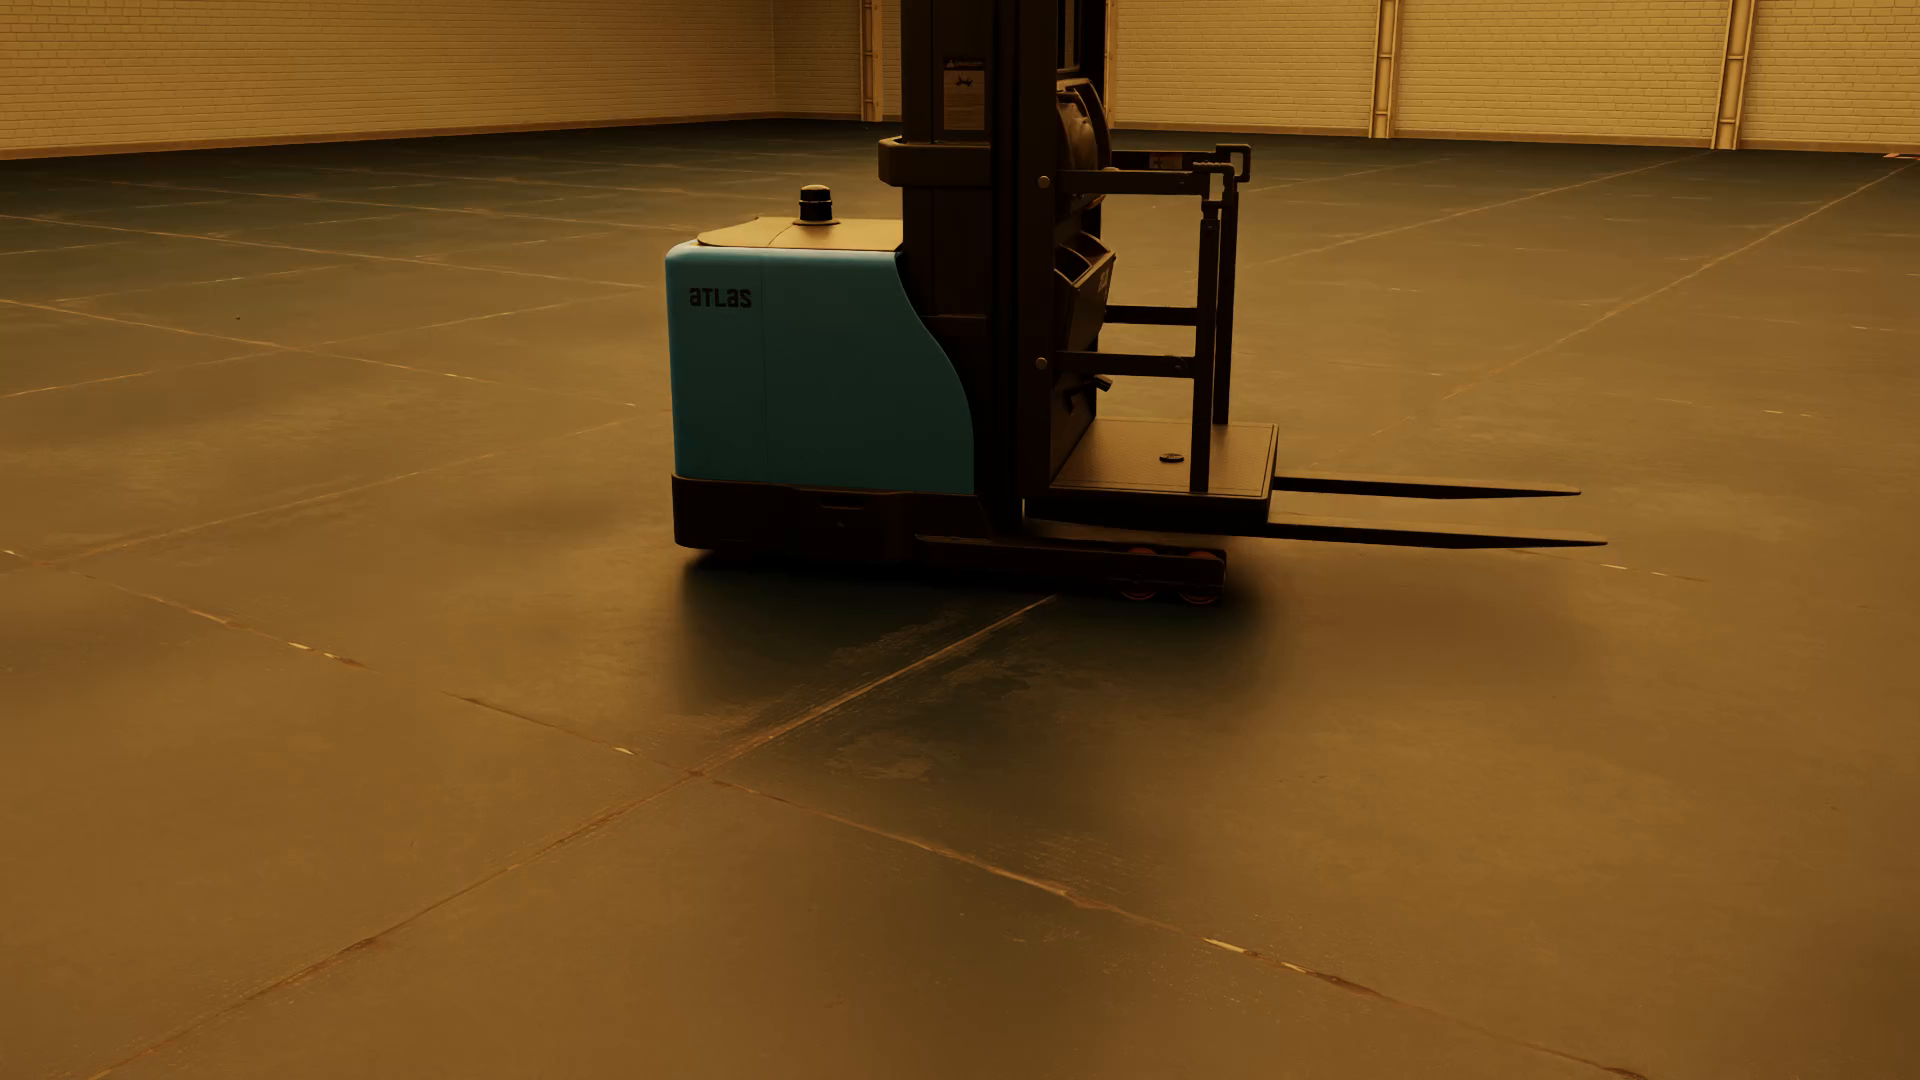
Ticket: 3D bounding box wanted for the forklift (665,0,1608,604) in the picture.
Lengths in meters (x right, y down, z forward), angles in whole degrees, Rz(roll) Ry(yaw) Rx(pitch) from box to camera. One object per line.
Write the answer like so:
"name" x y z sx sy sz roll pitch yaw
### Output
"forklift" 0.595 -1.367 5.404 3.031 2.935 1.130 4 17 12
